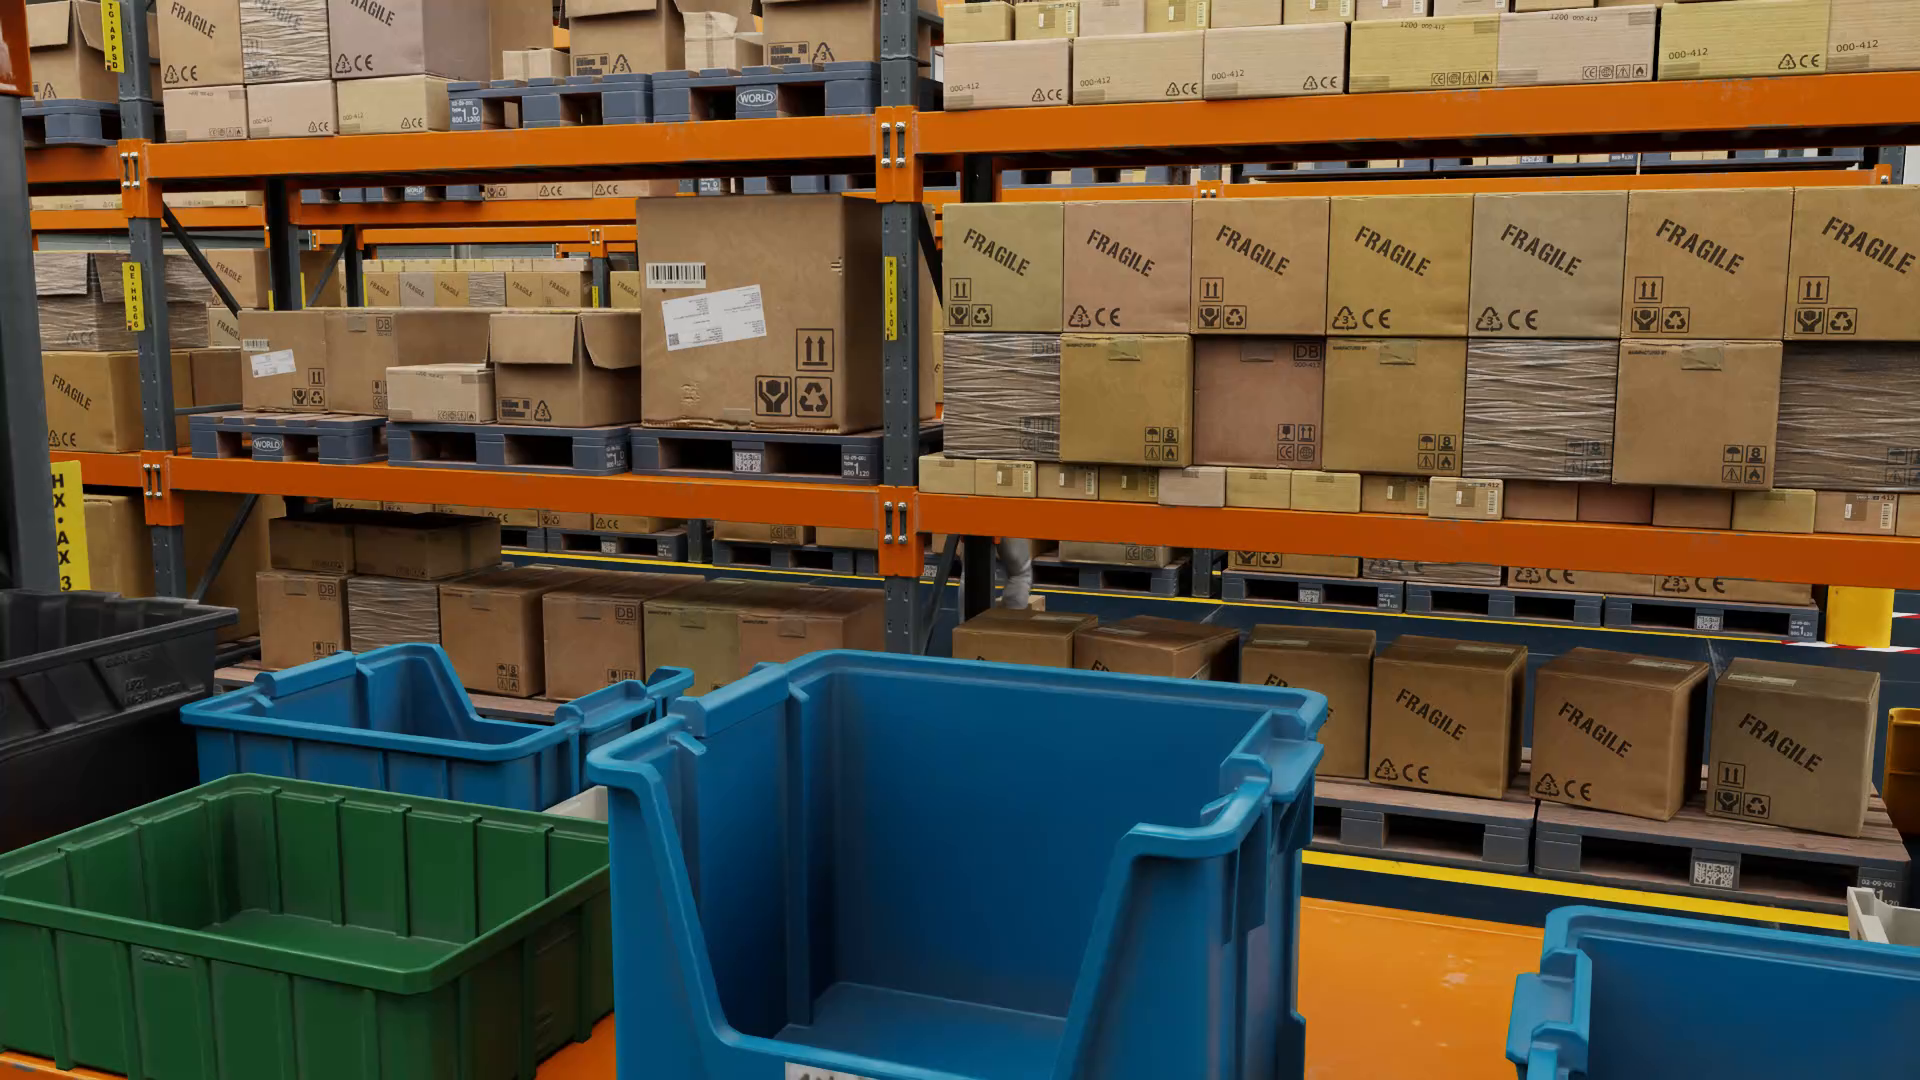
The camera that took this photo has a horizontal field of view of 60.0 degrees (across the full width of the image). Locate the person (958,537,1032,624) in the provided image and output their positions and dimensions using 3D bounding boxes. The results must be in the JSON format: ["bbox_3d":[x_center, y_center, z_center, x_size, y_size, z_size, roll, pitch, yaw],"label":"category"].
[{"bbox_3d":[0.169,-0.166,9.652,0.602,1.682,0.511,4,9,22],"label":"person"}]
